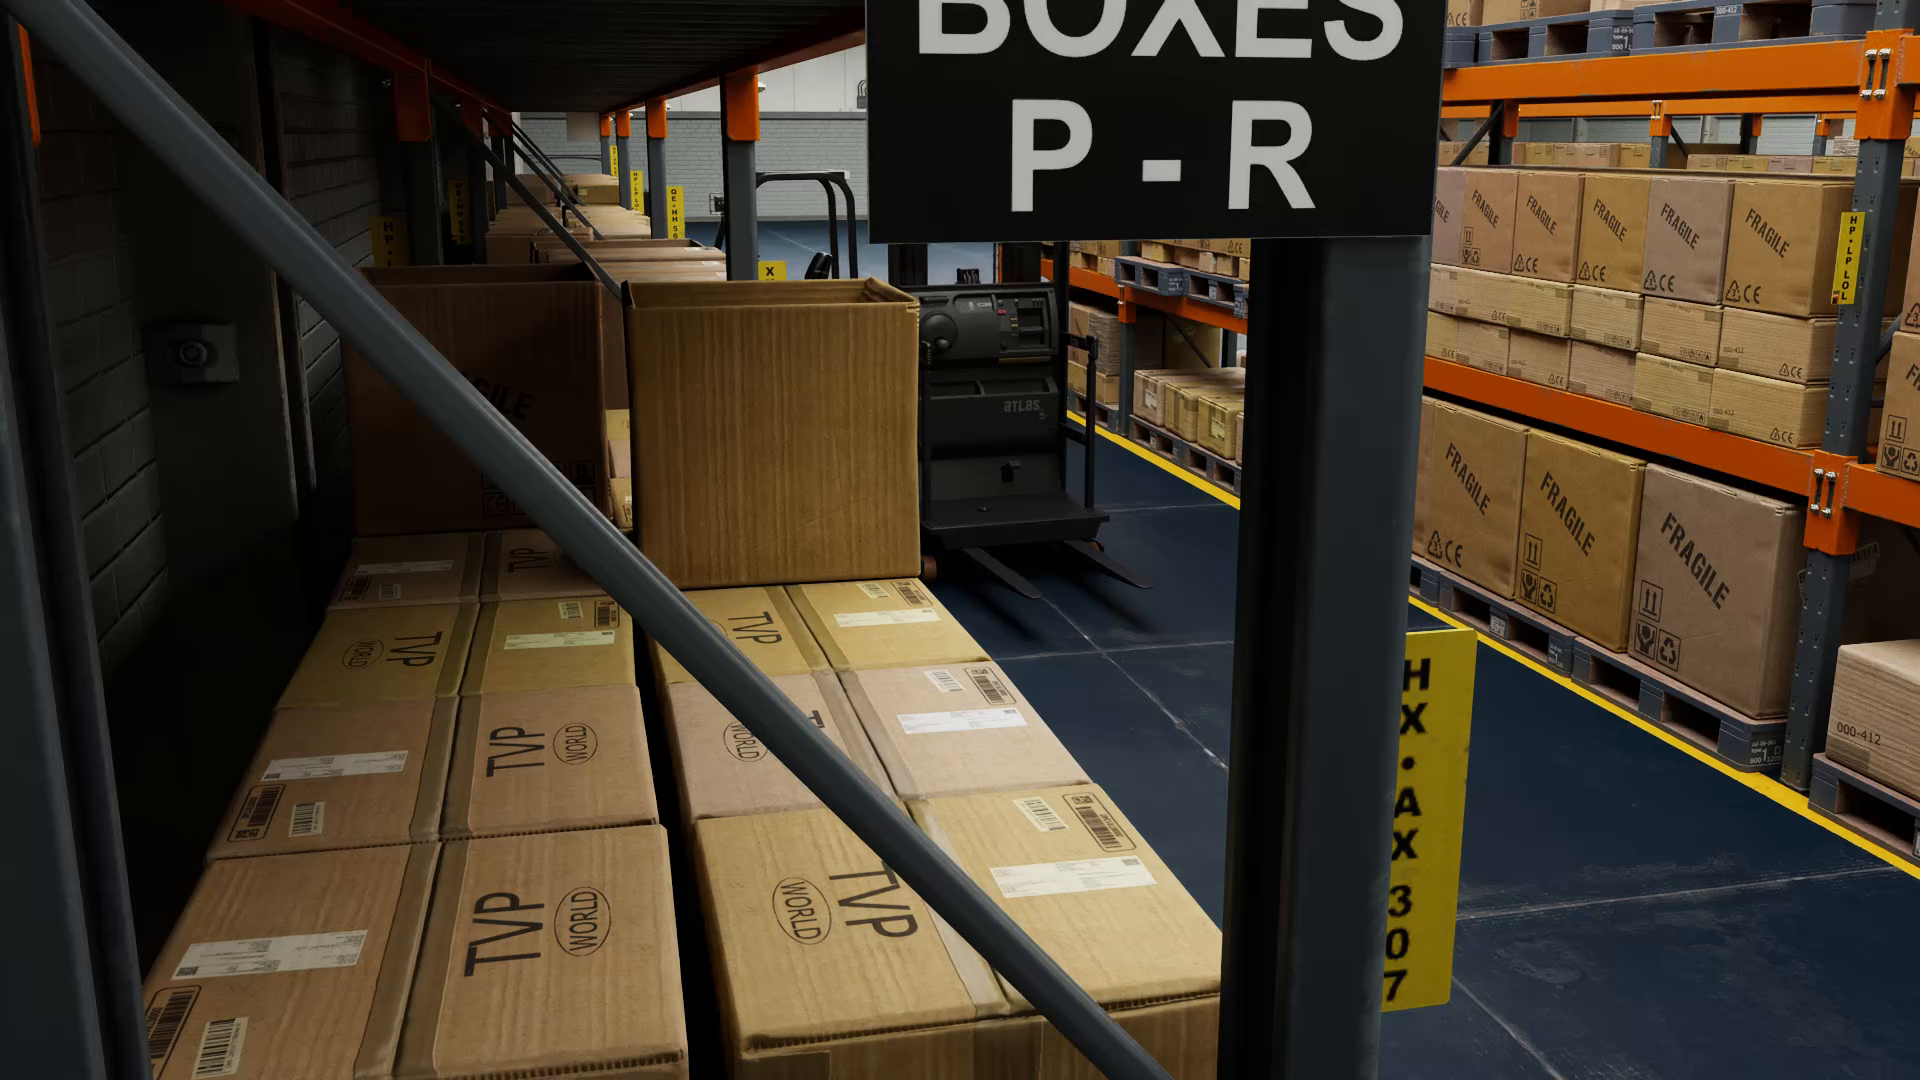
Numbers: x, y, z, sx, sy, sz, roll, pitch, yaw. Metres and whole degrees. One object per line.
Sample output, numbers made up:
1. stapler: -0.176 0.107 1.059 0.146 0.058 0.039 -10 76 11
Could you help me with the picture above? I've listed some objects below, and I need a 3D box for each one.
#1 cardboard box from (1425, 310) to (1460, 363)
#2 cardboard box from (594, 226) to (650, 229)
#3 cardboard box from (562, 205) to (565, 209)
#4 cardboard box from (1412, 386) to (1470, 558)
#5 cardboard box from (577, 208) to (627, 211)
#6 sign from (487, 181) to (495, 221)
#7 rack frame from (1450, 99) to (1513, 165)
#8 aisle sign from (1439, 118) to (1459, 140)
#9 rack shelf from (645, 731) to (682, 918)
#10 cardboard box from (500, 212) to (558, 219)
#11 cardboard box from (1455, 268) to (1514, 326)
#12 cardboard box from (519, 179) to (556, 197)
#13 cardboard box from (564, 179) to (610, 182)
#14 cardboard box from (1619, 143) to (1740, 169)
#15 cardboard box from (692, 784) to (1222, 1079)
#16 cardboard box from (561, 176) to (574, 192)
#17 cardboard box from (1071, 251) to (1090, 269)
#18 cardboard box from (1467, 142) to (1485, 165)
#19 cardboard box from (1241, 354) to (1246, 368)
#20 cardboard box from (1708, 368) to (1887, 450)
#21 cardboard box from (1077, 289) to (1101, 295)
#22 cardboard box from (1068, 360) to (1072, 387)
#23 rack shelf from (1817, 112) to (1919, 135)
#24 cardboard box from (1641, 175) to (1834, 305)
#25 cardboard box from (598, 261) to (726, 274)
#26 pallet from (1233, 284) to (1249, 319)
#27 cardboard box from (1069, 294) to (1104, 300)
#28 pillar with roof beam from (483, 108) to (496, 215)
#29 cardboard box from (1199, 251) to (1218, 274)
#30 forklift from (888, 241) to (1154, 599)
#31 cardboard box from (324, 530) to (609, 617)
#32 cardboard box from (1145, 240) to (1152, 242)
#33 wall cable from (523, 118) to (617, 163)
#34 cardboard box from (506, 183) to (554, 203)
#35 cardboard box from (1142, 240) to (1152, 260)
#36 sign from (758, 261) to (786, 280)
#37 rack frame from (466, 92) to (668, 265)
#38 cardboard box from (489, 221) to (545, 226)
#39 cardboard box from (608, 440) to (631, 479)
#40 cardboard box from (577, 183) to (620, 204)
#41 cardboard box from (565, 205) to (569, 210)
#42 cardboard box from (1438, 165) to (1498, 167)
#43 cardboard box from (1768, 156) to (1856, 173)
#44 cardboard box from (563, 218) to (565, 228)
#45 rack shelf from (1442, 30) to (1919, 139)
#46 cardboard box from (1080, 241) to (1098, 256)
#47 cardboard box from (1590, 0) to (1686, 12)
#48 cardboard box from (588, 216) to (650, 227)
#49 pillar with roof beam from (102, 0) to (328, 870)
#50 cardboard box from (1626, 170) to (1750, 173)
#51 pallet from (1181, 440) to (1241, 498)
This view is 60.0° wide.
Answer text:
1. cardboard box: 2.785 -1.124 9.025 0.500 0.250 0.500 -4 14 -15
2. cardboard box: -1.985 -1.737 9.640 0.380 0.149 0.250 -3 14 -12
3. cardboard box: -3.555 -2.959 16.009 0.500 0.500 0.500 -4 14 -14
4. cardboard box: 2.858 -0.450 9.539 0.875 0.875 0.875 -3 14 -14
5. cardboard box: -2.612 -2.326 12.048 0.380 0.149 0.250 -3 14 -14
6. sign: -3.526 -2.515 12.409 0.100 0.325 0.005 -3 14 -13
7. rack frame: 2.777 -1.442 10.008 1.000 3.000 0.127 -3 14 -13
8. aisle sign: 5.377 -4.849 18.476 0.394 0.787 0.004 -3 14 -13
9. rack shelf: -0.638 0.569 3.292 1.077 0.370 4.000 -3 14 -13
10. cardboard box: -2.963 -2.177 11.441 0.380 0.149 0.250 -3 14 -14
11. cardboard box: 2.881 -1.246 8.470 0.500 0.250 0.500 -3 14 -13
12. cardboard box: -3.654 -3.009 14.220 0.380 0.149 0.250 -3 14 -12
13. cardboard box: -3.153 -2.978 14.092 0.380 0.149 0.250 -3 14 -13
14. cardboard box: 6.572 -3.348 15.220 0.875 0.550 0.550 -3 14 -13
15. cardboard box: -0.013 0.490 1.790 0.500 0.250 0.500 -3 14 -13
16. cardboard box: -3.475 -3.271 15.293 0.380 0.149 0.250 -3 14 -13
17. cardboard box: 1.224 -2.534 15.007 0.380 0.149 0.250 -3 14 -14
18. cardboard box: 5.954 -3.974 17.783 0.875 0.550 0.550 -3 14 -13
19. cardboard box: 2.908 -1.474 15.403 0.500 0.500 0.500 7 15 26
20. cardboard box: 3.366 -0.535 6.614 0.500 0.250 0.500 -4 14 -15
21. cardboard box: 1.465 -2.229 16.560 0.500 0.500 0.500 -3 14 -11
22. cardboard box: 1.187 -1.594 15.540 0.500 0.250 0.500 -3 14 -12
23. rack shelf: 11.000 -4.486 17.664 1.077 0.370 4.000 -3 14 -13
24. cardboard box: 3.238 -1.261 6.952 0.500 0.500 0.500 -3 14 -12
25. cardboard box: -1.126 -0.737 6.030 0.700 0.500 0.500 -3 14 -13
26. pallet: 2.506 -1.507 10.679 1.213 0.211 1.003 -3 14 -13
27. cardboard box: 1.062 -2.076 15.934 0.500 0.500 0.500 -3 14 -12
28. pillar with roof beam: -1.863 -7.337 21.498 9.100 9.000 0.400 -3 14 -13
29. cardboard box: 1.939 -1.999 11.934 0.380 0.149 0.250 -3 14 -11
30. forklift: 0.196 -1.284 9.506 1.130 2.935 3.031 -5 14 -18
31. cardboard box: -0.889 0.164 3.124 0.500 0.250 0.500 -3 14 -13
32. cardboard box: 1.669 -2.637 13.180 0.500 0.500 0.500 -3 14 -12
33. wall cable: -11.091 -11.879 46.630 3.097 2.526 0.112 -3 14 -13
34. cardboard box: -3.374 -2.712 13.004 0.380 0.149 0.250 -4 14 -15
35. cardboard box: 1.660 -2.301 13.171 0.380 0.149 0.250 -3 14 -12
36. sign: -0.582 -0.694 5.123 0.100 0.325 0.005 -3 14 -13
37. rack frame: -2.047 -1.164 8.872 1.000 3.000 0.127 -3 14 -13
38. cardboard box: -2.743 -1.879 10.221 0.380 0.149 0.250 -4 14 -14
39. cardboard box: -0.619 -0.094 4.182 0.500 0.250 0.500 -3 14 -13
40. cardboard box: -2.773 -2.685 12.893 0.380 0.149 0.250 -3 14 -12
41. cardboard box: -3.276 -2.952 14.611 0.380 0.149 0.250 -3 14 -14
42. cardboard box: 2.655 -1.849 9.356 0.500 0.500 0.500 -4 14 -15
43. cardboard box: 6.989 -2.849 13.449 0.700 0.500 0.500 -3 14 -13
44. cardboard box: -2.976 -2.372 13.603 0.500 0.500 0.500 -3 14 -12
45. rack shelf: 3.246 -2.088 7.849 1.077 0.370 4.000 -3 14 -13
46. cardboard box: 1.364 -2.765 14.585 0.500 0.500 0.500 -3 14 -11
47. cardboard box: 3.126 -2.494 7.604 0.380 0.166 0.250 -2 14 -8
48. cardboard box: -2.224 -2.034 10.856 0.380 0.149 0.250 -4 14 -15
49. pillar with roof beam: 2.364 -3.185 4.502 9.100 9.000 0.400 -3 14 -13
50. cardboard box: 3.503 -1.521 8.016 0.500 0.500 0.500 -4 14 -14
51. pallet: 2.312 -0.548 12.227 1.003 0.211 1.213 -3 14 -13
